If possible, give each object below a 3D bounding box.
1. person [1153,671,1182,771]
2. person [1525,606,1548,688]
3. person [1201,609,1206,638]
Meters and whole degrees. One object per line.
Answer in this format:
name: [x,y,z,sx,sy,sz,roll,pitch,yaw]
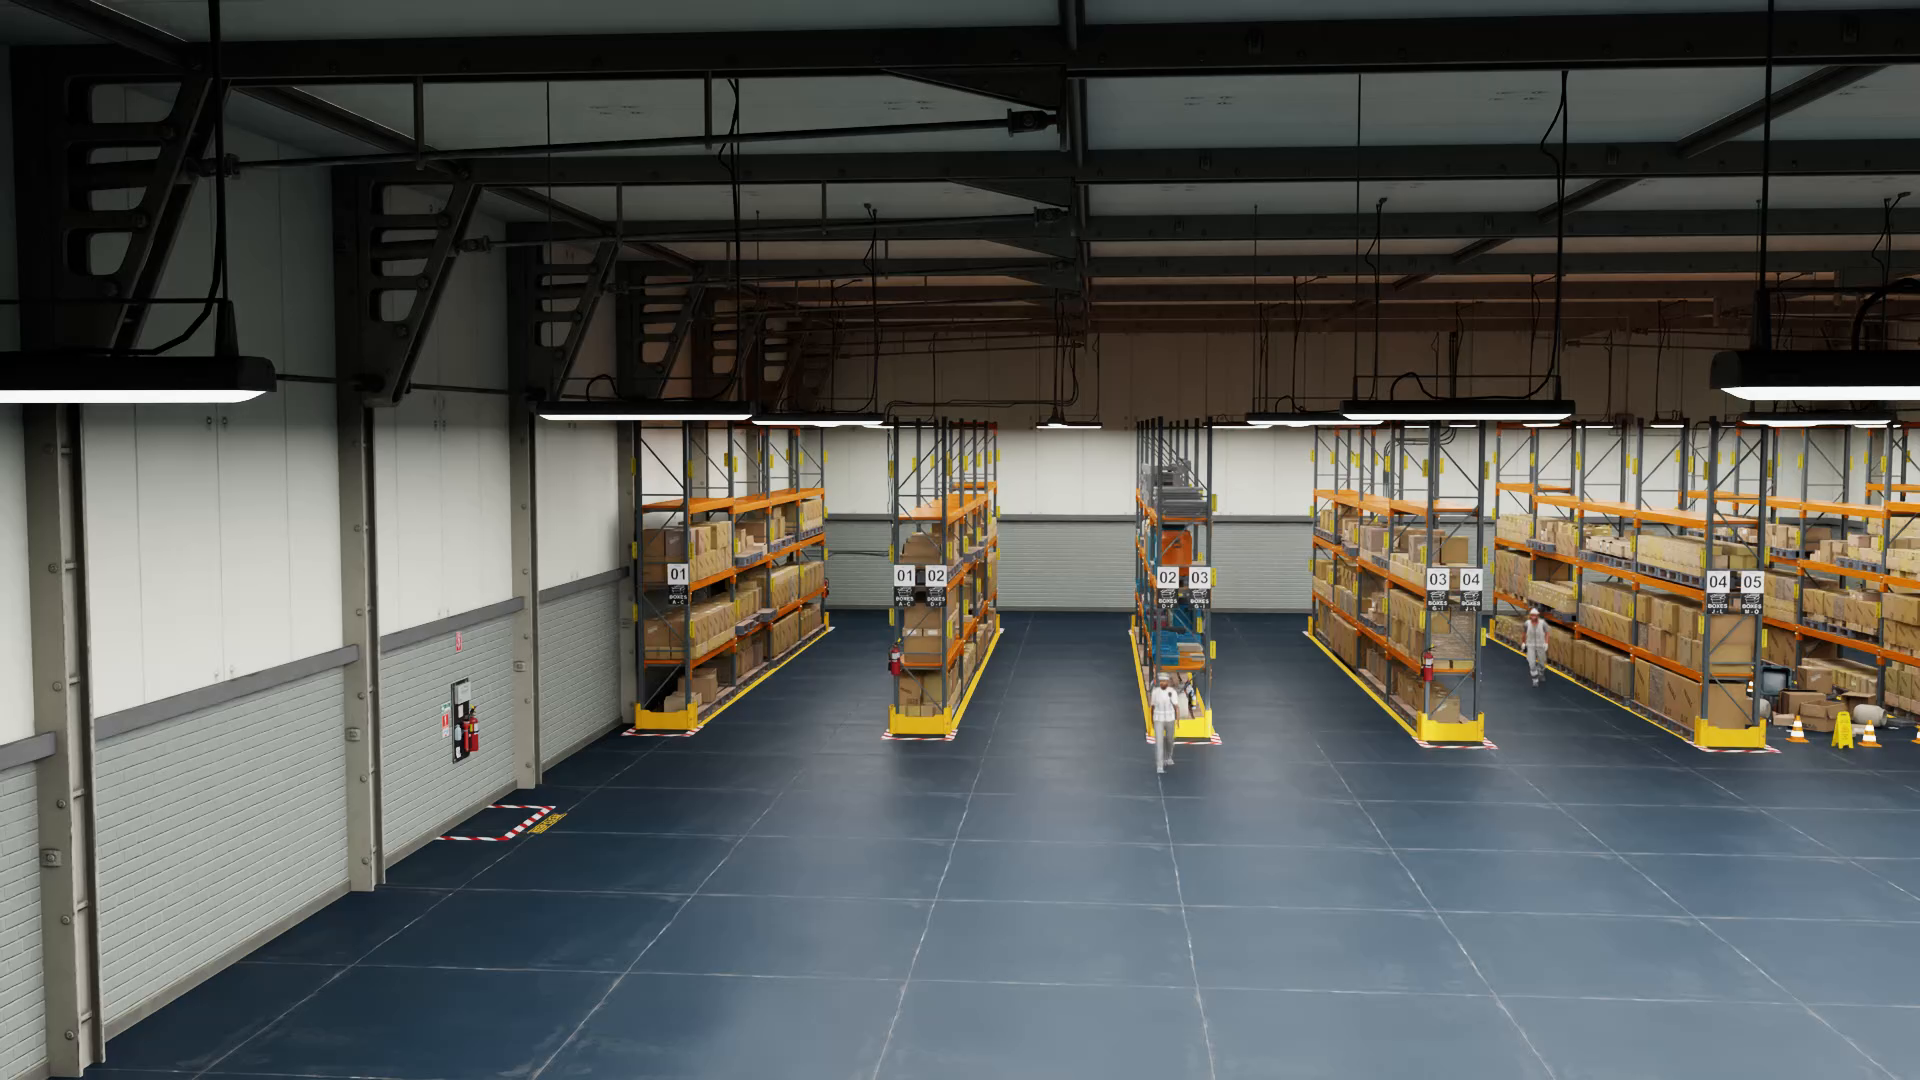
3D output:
person: [3.487,3.047,28.110,0.595,1.673,0.481,-3,5,-43]
person: [12.976,2.416,37.405,0.381,1.866,0.624,-3,5,-38]
person: [6.628,1.834,46.084,0.553,1.803,0.400,-1,4,-18]
